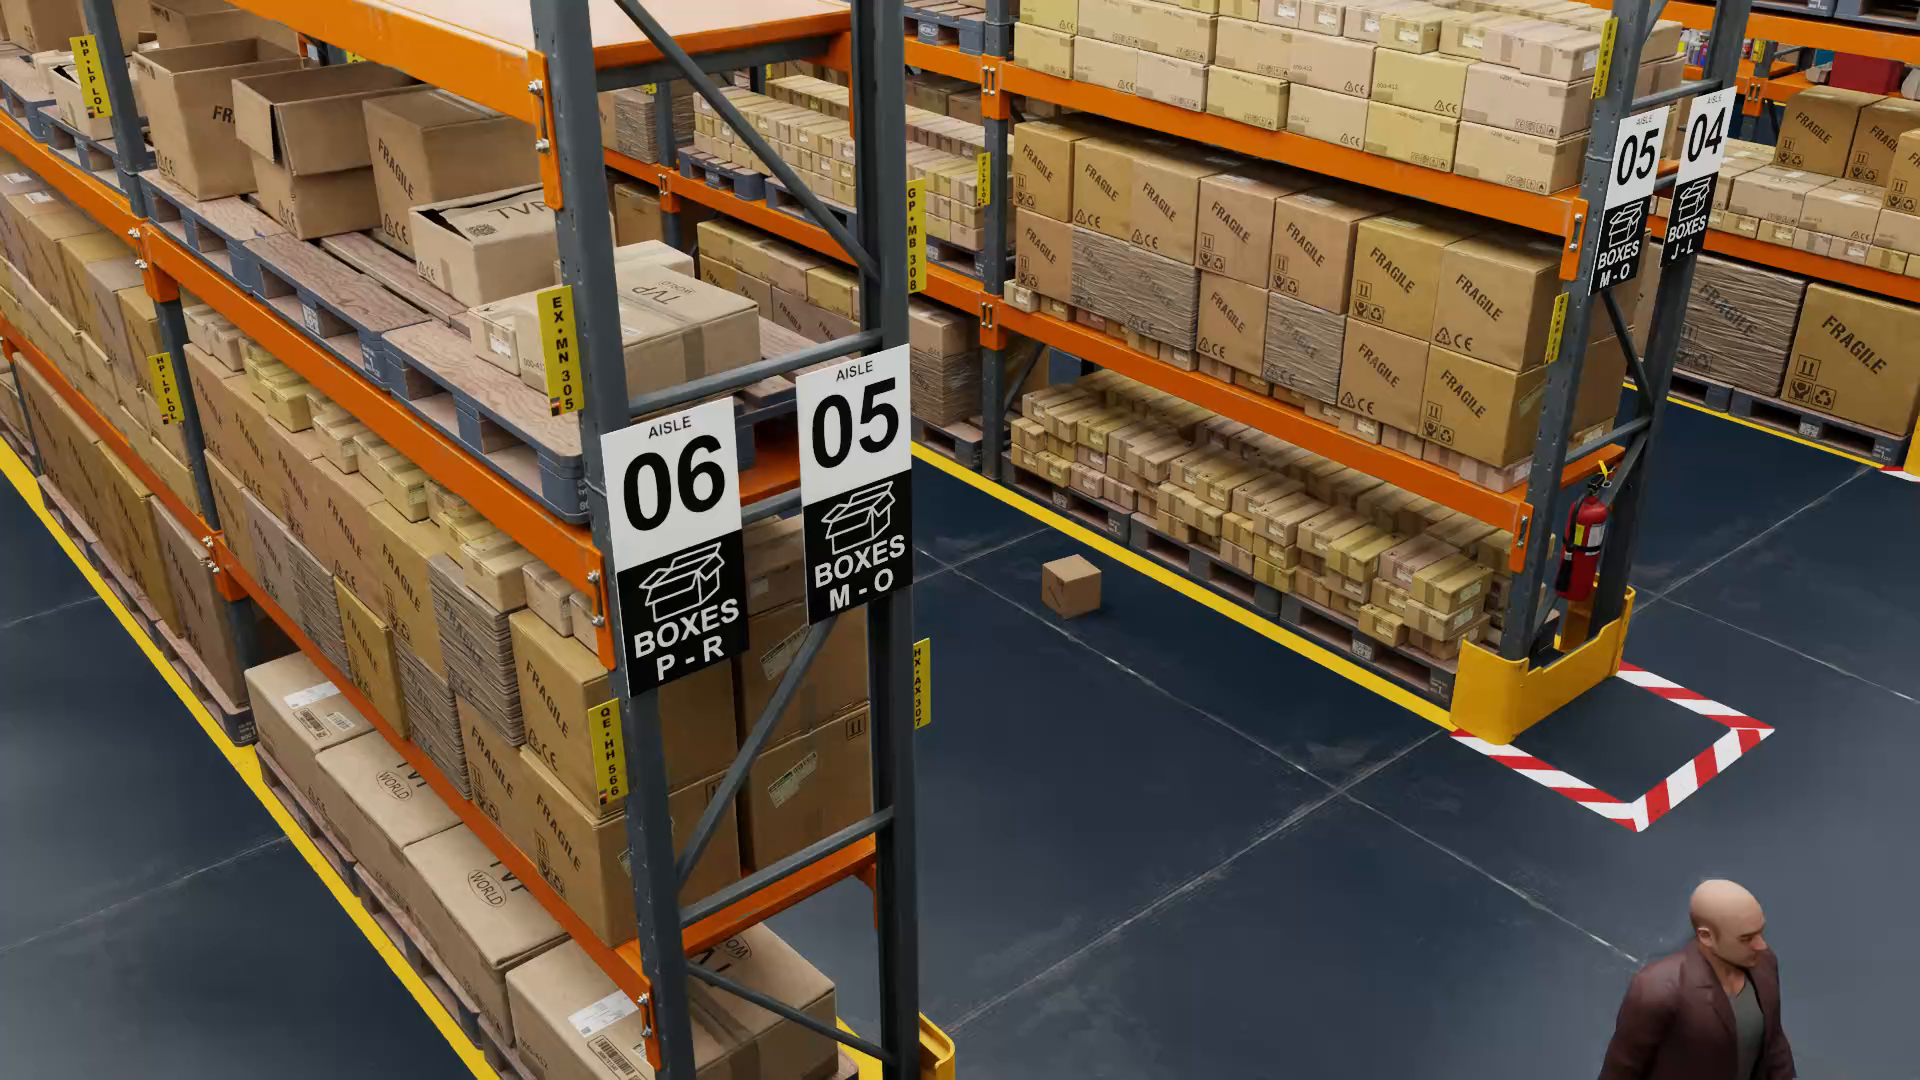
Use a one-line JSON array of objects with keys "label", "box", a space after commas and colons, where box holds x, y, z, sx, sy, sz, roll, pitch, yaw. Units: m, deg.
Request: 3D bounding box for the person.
[{"label": "person", "box": [2.331, 1.855, 5.087, 0.614, 1.767, 0.851, -14, 31, -25]}]
